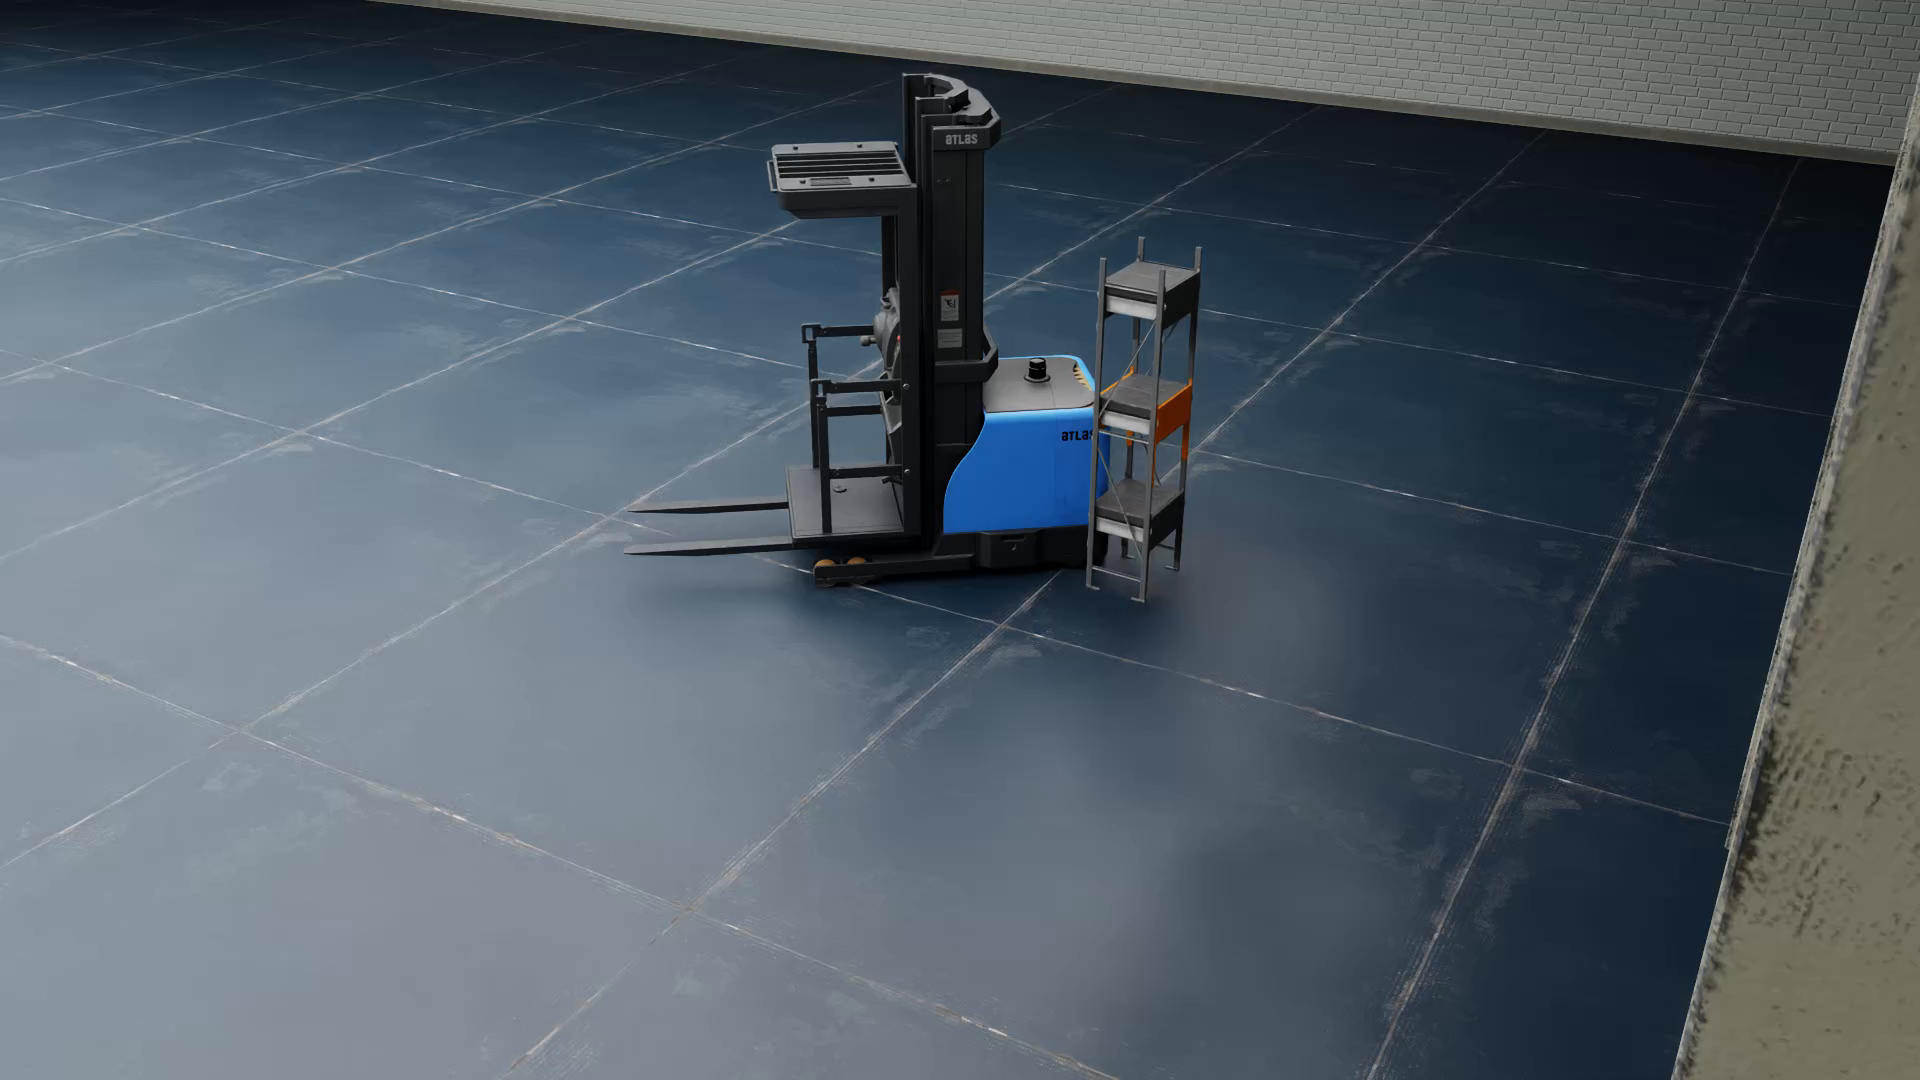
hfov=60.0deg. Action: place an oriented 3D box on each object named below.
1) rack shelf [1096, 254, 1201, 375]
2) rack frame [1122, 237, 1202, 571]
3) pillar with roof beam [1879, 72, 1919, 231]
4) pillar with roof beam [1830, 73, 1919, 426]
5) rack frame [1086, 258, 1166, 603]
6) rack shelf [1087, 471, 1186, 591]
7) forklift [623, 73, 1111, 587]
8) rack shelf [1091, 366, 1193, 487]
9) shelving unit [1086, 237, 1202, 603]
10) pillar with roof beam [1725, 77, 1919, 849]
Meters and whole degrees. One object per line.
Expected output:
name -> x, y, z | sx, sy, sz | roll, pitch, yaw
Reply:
rack shelf -> 1.090, -1.310, 9.625 | 0.431, 0.518, 0.480 | 16, 31, 28
rack frame -> 1.216, -0.789, 10.119 | 0.400, 2.100, 0.015 | 16, 31, 28
pillar with roof beam -> 6.042, -8.220, 17.258 | 9.100, 9.000, 0.400 | 14, 30, 26
pillar with roof beam -> 3.090, -5.882, 12.587 | 9.100, 9.000, 0.400 | 14, 30, 26
rack frame -> 0.959, -0.604, 9.748 | 0.400, 2.100, 0.015 | 16, 31, 28
rack shelf -> 1.085, -0.059, 10.254 | 0.431, 0.518, 0.480 | 16, 31, 28
forklift -> -0.619, -1.272, 10.157 | 3.031, 2.935, 1.130 | -4, 27, -7
rack shelf -> 1.087, -0.684, 9.939 | 0.431, 0.518, 0.480 | 16, 31, 28
shelving unit -> 1.087, -0.696, 9.933 | 0.431, 2.100, 0.503 | 16, 31, 28
pillar with roof beam -> 0.138, -3.544, 7.916 | 9.100, 9.000, 0.400 | 14, 30, 26
